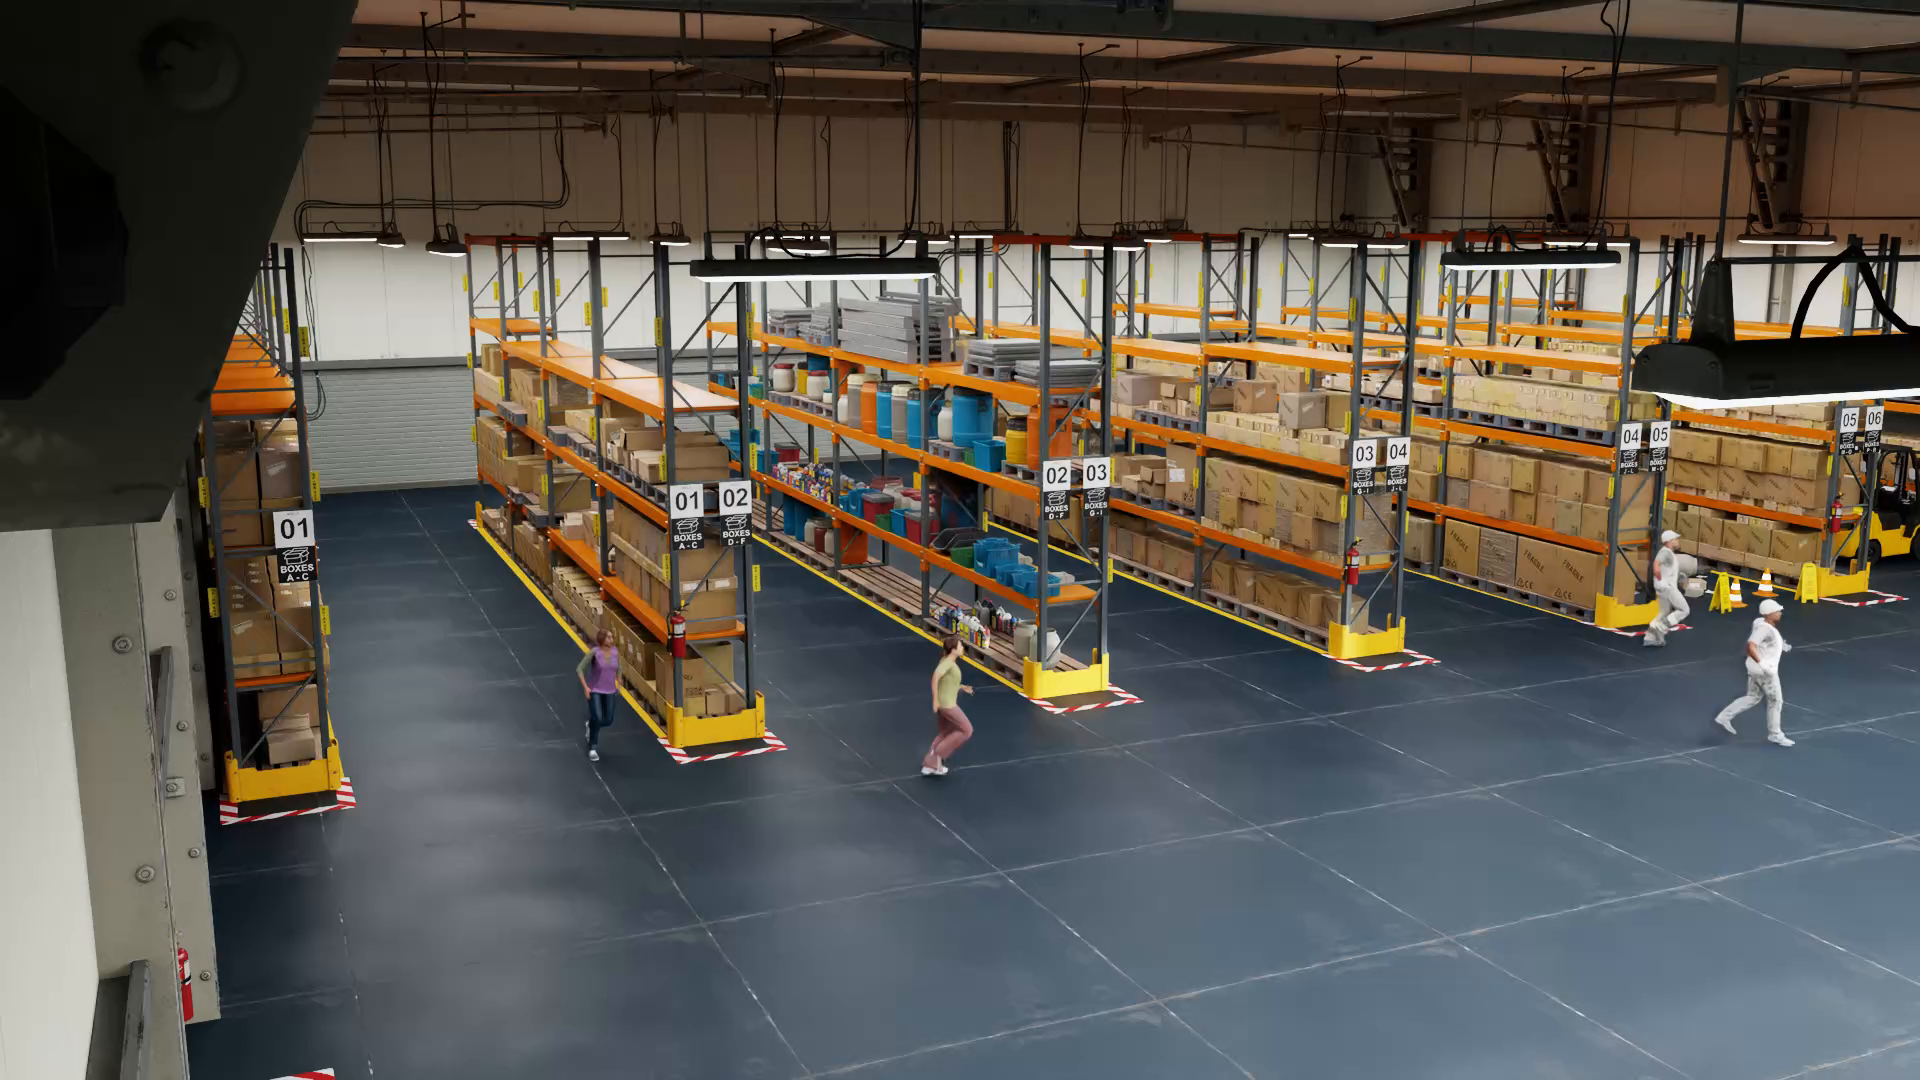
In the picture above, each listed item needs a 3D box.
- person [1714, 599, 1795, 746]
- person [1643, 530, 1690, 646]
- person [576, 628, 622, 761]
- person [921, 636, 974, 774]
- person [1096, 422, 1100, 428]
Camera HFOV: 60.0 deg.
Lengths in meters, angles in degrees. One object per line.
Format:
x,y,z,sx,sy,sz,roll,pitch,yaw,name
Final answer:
9.723,1.592,20.218,0.926,1.797,0.647,2,11,11,person
10.561,0.722,24.796,0.598,1.730,0.700,2,11,12,person
-4.301,1.801,19.865,0.584,1.548,0.542,-8,13,-35,person
-0.140,1.902,19.067,0.622,1.592,0.585,-1,11,-7,person
3.560,-2.463,41.368,0.889,1.671,0.581,-6,12,-28,person
